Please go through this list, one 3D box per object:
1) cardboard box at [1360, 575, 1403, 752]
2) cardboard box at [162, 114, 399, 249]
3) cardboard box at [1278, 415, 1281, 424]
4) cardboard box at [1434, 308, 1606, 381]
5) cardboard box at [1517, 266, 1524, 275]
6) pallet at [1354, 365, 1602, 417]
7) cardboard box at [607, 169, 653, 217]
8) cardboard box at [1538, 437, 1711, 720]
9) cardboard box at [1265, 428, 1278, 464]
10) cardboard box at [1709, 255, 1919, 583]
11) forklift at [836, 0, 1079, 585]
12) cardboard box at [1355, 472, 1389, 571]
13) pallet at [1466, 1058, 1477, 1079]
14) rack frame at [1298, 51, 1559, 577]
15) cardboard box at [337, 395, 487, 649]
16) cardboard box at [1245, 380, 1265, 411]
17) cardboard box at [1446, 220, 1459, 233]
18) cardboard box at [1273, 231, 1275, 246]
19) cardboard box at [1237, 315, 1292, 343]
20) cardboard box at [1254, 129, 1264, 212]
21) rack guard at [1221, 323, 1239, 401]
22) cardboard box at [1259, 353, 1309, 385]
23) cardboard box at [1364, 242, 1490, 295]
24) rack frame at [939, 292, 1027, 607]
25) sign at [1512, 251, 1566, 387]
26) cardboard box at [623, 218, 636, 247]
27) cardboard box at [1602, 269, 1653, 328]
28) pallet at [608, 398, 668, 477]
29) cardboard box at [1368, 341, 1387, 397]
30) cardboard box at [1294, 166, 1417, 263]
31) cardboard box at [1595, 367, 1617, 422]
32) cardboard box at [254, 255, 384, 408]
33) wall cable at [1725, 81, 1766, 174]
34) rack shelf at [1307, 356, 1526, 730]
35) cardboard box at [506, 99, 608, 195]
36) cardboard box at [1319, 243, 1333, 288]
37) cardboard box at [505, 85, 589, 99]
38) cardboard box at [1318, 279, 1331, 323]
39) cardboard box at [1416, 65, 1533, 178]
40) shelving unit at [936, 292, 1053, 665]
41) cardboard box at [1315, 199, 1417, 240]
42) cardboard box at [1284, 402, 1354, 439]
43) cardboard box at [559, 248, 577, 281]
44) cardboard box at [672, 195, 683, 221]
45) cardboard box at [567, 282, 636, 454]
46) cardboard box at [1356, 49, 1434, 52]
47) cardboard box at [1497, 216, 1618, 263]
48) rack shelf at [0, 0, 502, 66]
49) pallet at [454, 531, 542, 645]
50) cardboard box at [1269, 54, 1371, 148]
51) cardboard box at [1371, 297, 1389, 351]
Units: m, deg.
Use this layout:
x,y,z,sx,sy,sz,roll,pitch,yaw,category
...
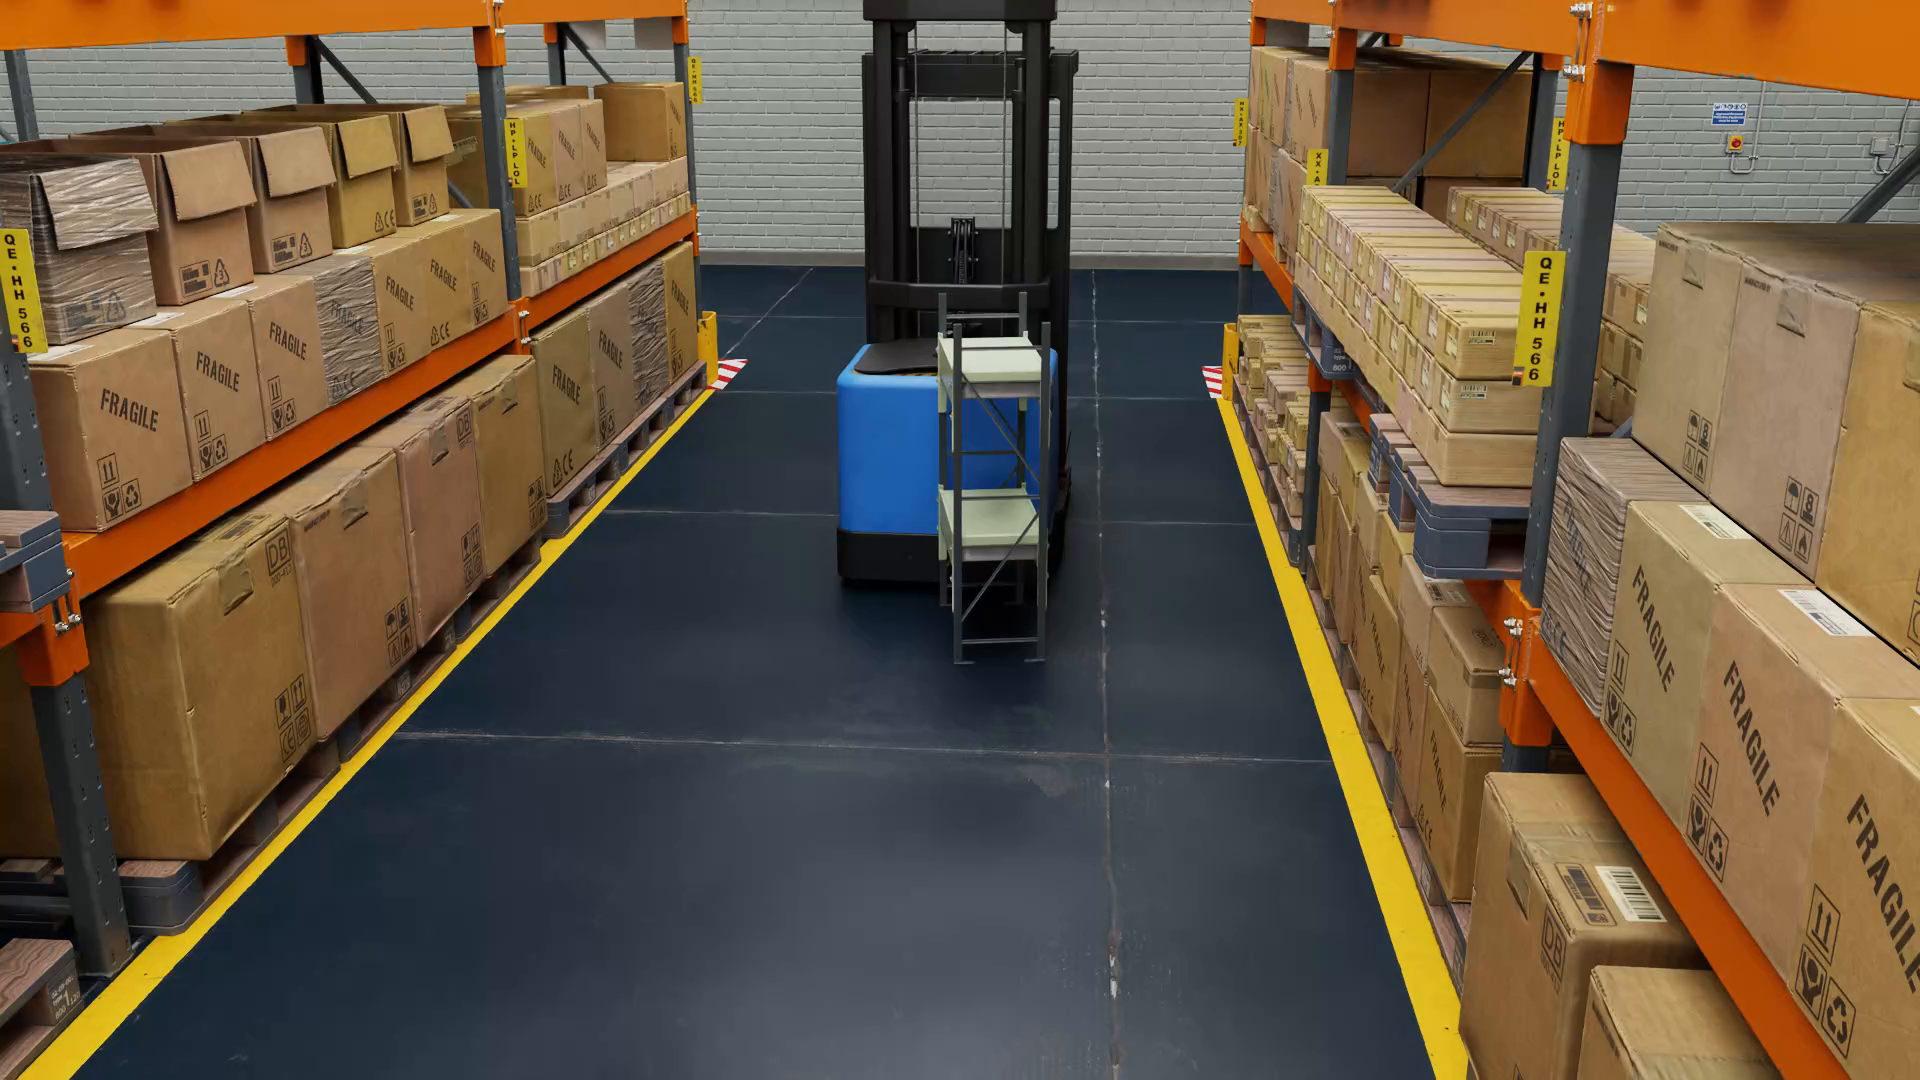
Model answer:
x,y,z,sx,sy,sz,roll,pitch,yaw,category
1.780,0.446,6.083,0.500,0.500,0.500,0,18,1,cardboard box
-2.820,-1.503,6.921,0.797,0.503,0.637,1,18,5,cardboard box
2.086,-0.745,9.807,0.380,0.149,0.250,0,18,1,cardboard box
1.509,-0.531,4.501,0.380,0.149,0.250,1,18,2,cardboard box
2.295,-0.932,6.202,0.380,0.149,0.250,1,18,4,cardboard box
2.032,-0.531,6.033,1.003,0.211,1.213,1,18,4,pallet
-2.279,-2.231,10.677,0.500,0.250,0.500,1,18,2,cardboard box
1.630,0.080,3.701,0.500,0.500,0.500,1,18,5,cardboard box
1.980,-0.544,9.670,0.380,0.149,0.250,1,18,4,cardboard box
1.854,-0.232,3.048,0.700,0.500,0.500,1,18,3,cardboard box
0.065,-1.588,9.062,1.130,2.935,3.031,2,18,6,forklift
1.825,-0.069,6.452,0.500,0.250,0.500,2,18,6,cardboard box
1.799,1.562,3.816,1.003,0.211,1.213,1,18,4,pallet
2.218,-1.248,7.915,1.000,3.000,0.127,1,18,4,rack frame
-2.811,-0.103,7.159,1.225,0.875,0.875,1,18,2,cardboard box
2.072,-0.942,10.886,0.380,0.149,0.250,2,18,5,cardboard box
2.386,-1.342,7.452,0.380,0.149,0.250,2,18,6,cardboard box
2.133,-1.872,10.223,0.380,0.149,0.250,1,18,3,cardboard box
2.128,-1.463,11.519,0.380,0.149,0.250,0,18,1,cardboard box
2.184,-2.379,10.729,0.500,0.500,0.500,1,18,4,cardboard box
2.499,-1.279,12.024,1.175,0.500,0.348,1,18,4,rack guard
2.054,-1.054,10.270,0.380,0.149,0.250,2,18,5,cardboard box
1.604,-0.933,5.726,0.380,0.149,0.250,2,18,7,cardboard box
0.103,-0.402,7.741,0.400,1.500,0.023,-2,18,-5,rack frame
1.389,-0.528,3.984,0.100,0.325,0.005,1,18,4,sign
-2.242,-1.921,10.371,0.380,0.149,0.250,2,18,5,cardboard box
2.216,-0.750,5.168,0.380,0.149,0.250,1,18,2,cardboard box
-2.505,-0.680,10.658,1.003,0.211,1.213,1,18,4,pallet
1.585,-0.568,5.567,0.380,0.149,0.250,0,18,1,cardboard box
1.971,-1.594,8.331,0.500,0.500,0.500,1,18,4,cardboard box
2.221,-0.472,5.274,0.380,0.149,0.250,2,18,6,cardboard box
-2.597,-0.815,6.433,0.500,0.500,0.500,1,18,4,cardboard box
7.830,-4.661,16.648,0.585,1.953,0.123,1,18,4,wall cable
2.075,-0.285,6.132,1.077,0.370,4.000,1,18,4,rack shelf
-2.357,-2.274,9.606,0.500,0.500,0.500,1,18,2,cardboard box
1.678,-1.116,6.764,0.380,0.149,0.250,1,18,2,cardboard box
-2.775,-2.761,11.090,0.500,0.500,0.500,1,18,3,cardboard box
1.676,-0.975,6.809,0.380,0.149,0.250,1,18,4,cardboard box
2.493,-2.047,8.109,0.500,0.500,0.500,2,18,5,cardboard box
0.138,-0.289,7.395,0.431,1.500,0.755,-2,18,-5,shelving unit
1.696,-1.333,6.947,0.380,0.149,0.250,1,18,4,cardboard box
1.973,-0.650,9.037,0.380,0.149,0.250,1,18,3,cardboard box
-2.332,-1.519,9.145,0.380,0.149,0.250,2,18,6,cardboard box
-2.149,-2.315,11.573,0.380,0.149,0.250,1,18,4,cardboard box
-2.530,-1.063,10.088,0.875,0.875,0.875,1,18,4,cardboard box
2.684,-2.850,10.558,0.500,0.500,0.500,1,18,2,cardboard box
2.305,-1.161,6.421,0.380,0.149,0.250,1,18,2,cardboard box
-2.865,-1.853,6.098,1.077,0.370,4.000,1,18,4,rack shelf
-2.702,0.176,8.047,1.003,0.211,1.213,1,18,4,pallet
2.085,-2.545,9.628,0.500,0.500,0.500,1,18,2,cardboard box
1.585,-0.711,5.526,0.380,0.149,0.250,1,18,4,cardboard box
